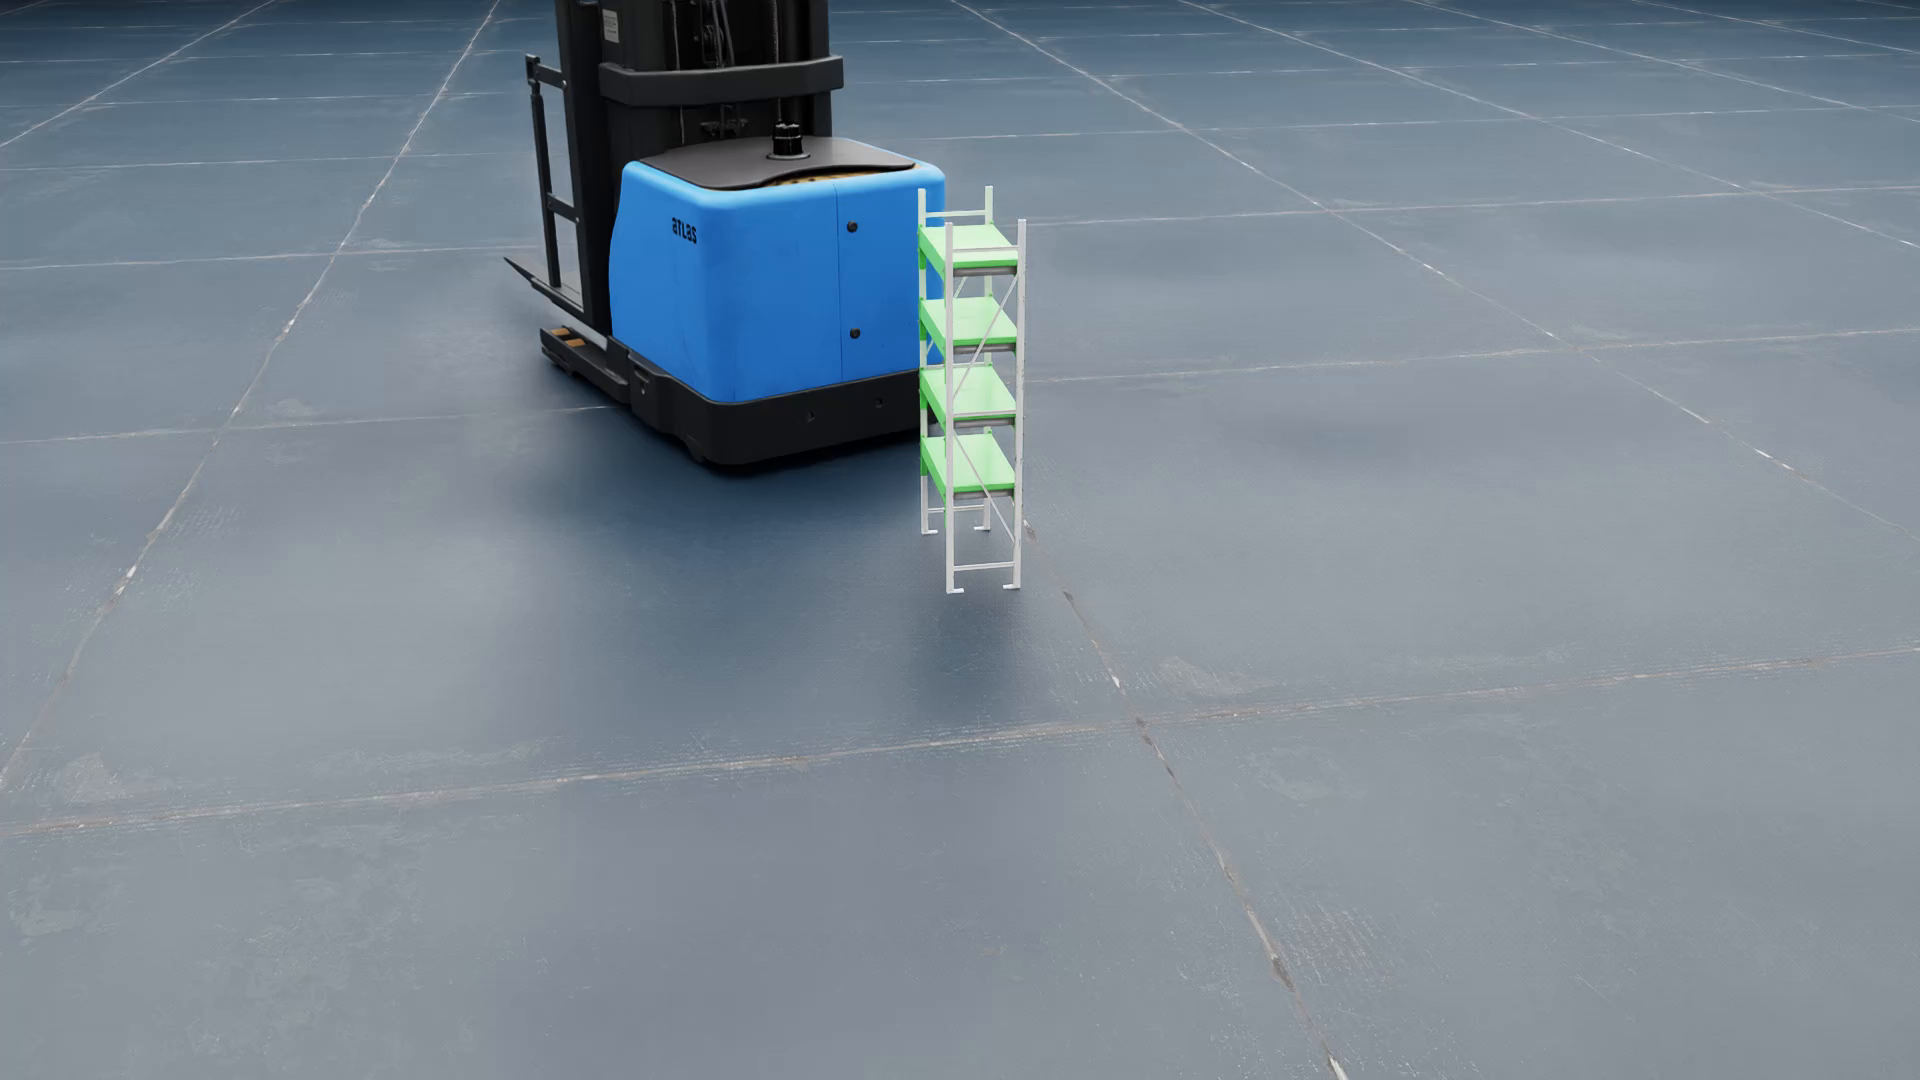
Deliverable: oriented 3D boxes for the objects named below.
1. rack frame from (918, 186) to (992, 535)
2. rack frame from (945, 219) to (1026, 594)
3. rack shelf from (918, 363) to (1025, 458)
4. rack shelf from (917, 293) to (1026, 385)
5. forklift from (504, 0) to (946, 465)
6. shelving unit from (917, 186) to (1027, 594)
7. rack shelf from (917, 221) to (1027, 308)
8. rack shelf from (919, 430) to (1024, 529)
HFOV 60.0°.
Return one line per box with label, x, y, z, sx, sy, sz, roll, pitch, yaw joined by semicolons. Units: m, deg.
rack frame;-0.015;-0.581;5.581;0.240;1.200;0.015;-4;24;-10
rack frame;0.076;-0.389;5.141;0.240;1.200;0.015;-4;24;-10
rack shelf;0.031;-0.426;5.386;0.258;0.148;0.480;-4;24;-10
rack shelf;0.031;-0.646;5.290;0.258;0.148;0.480;-4;24;-10
forklift;-1.252;-2.165;7.046;1.130;2.935;3.031;-14;27;-29
shelving unit;0.031;-0.485;5.361;0.258;1.200;0.503;-4;24;-10
rack shelf;0.031;-0.866;5.194;0.258;0.148;0.480;-4;24;-10
rack shelf;0.031;-0.206;5.482;0.258;0.148;0.480;-4;24;-10
